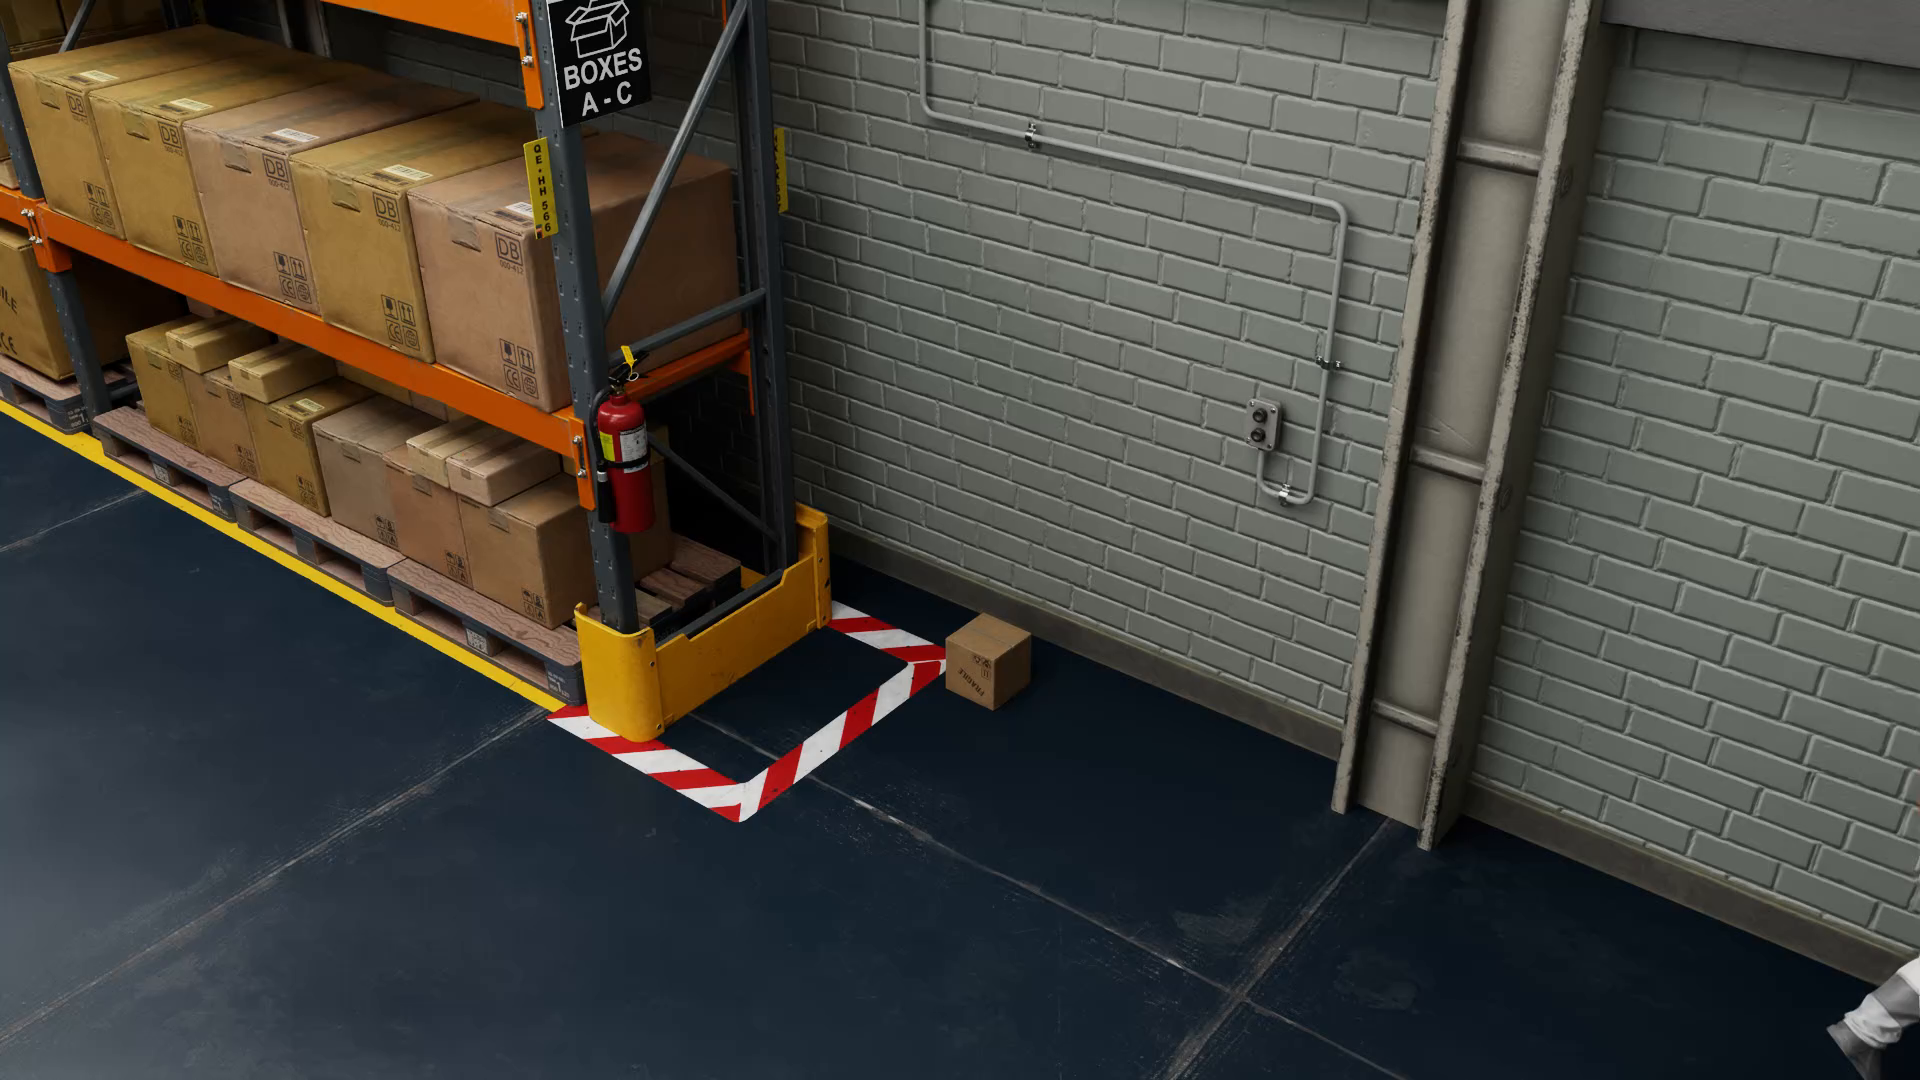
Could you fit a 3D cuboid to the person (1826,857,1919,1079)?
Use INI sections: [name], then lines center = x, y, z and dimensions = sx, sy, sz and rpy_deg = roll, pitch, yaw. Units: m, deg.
[person]
center = 2.808, 0.958, 4.454
dimensions = 0.534, 1.778, 0.567
rpy_deg = 0, 31, 0
